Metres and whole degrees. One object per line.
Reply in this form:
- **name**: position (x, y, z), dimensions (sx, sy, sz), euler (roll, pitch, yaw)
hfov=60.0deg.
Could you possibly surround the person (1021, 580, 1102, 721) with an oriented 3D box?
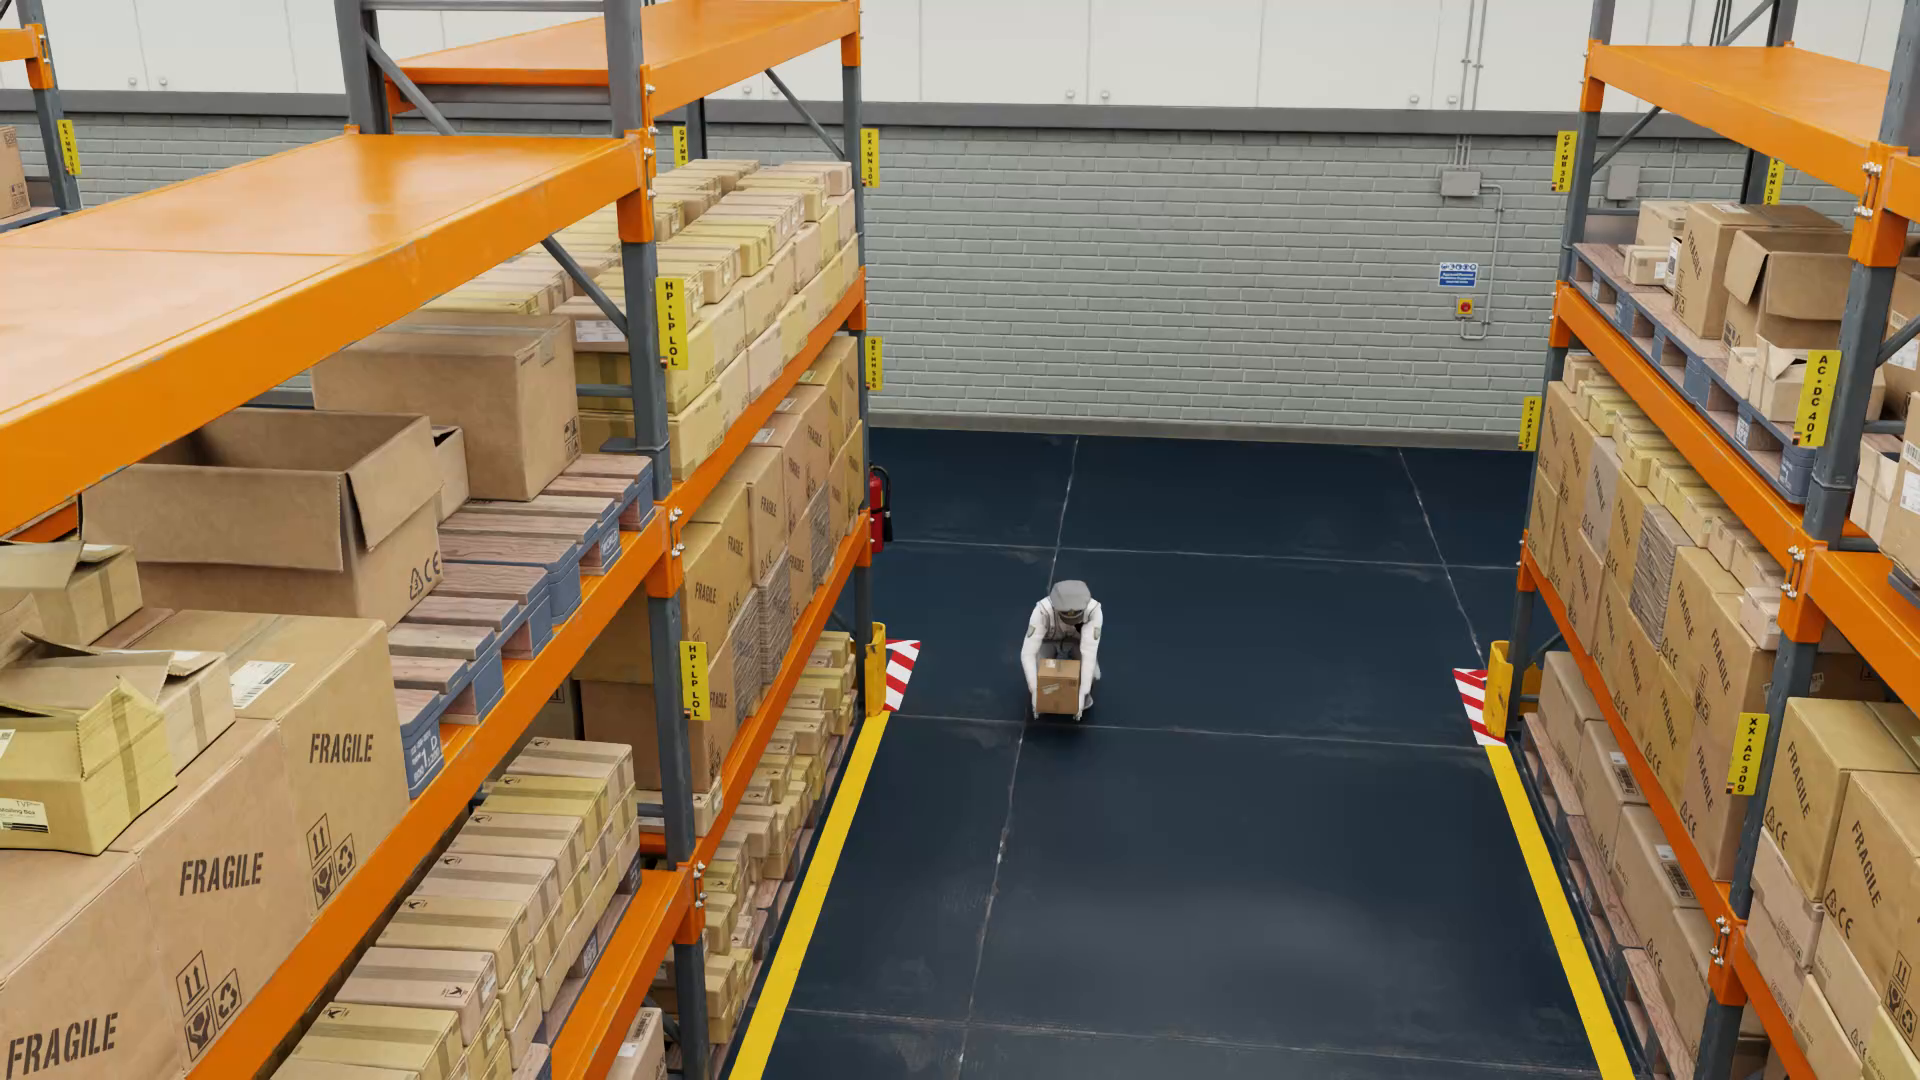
- **person**: position (0.641, 0.641, 10.423), dimensions (0.497, 0.967, 0.827), euler (2, 21, 6)
